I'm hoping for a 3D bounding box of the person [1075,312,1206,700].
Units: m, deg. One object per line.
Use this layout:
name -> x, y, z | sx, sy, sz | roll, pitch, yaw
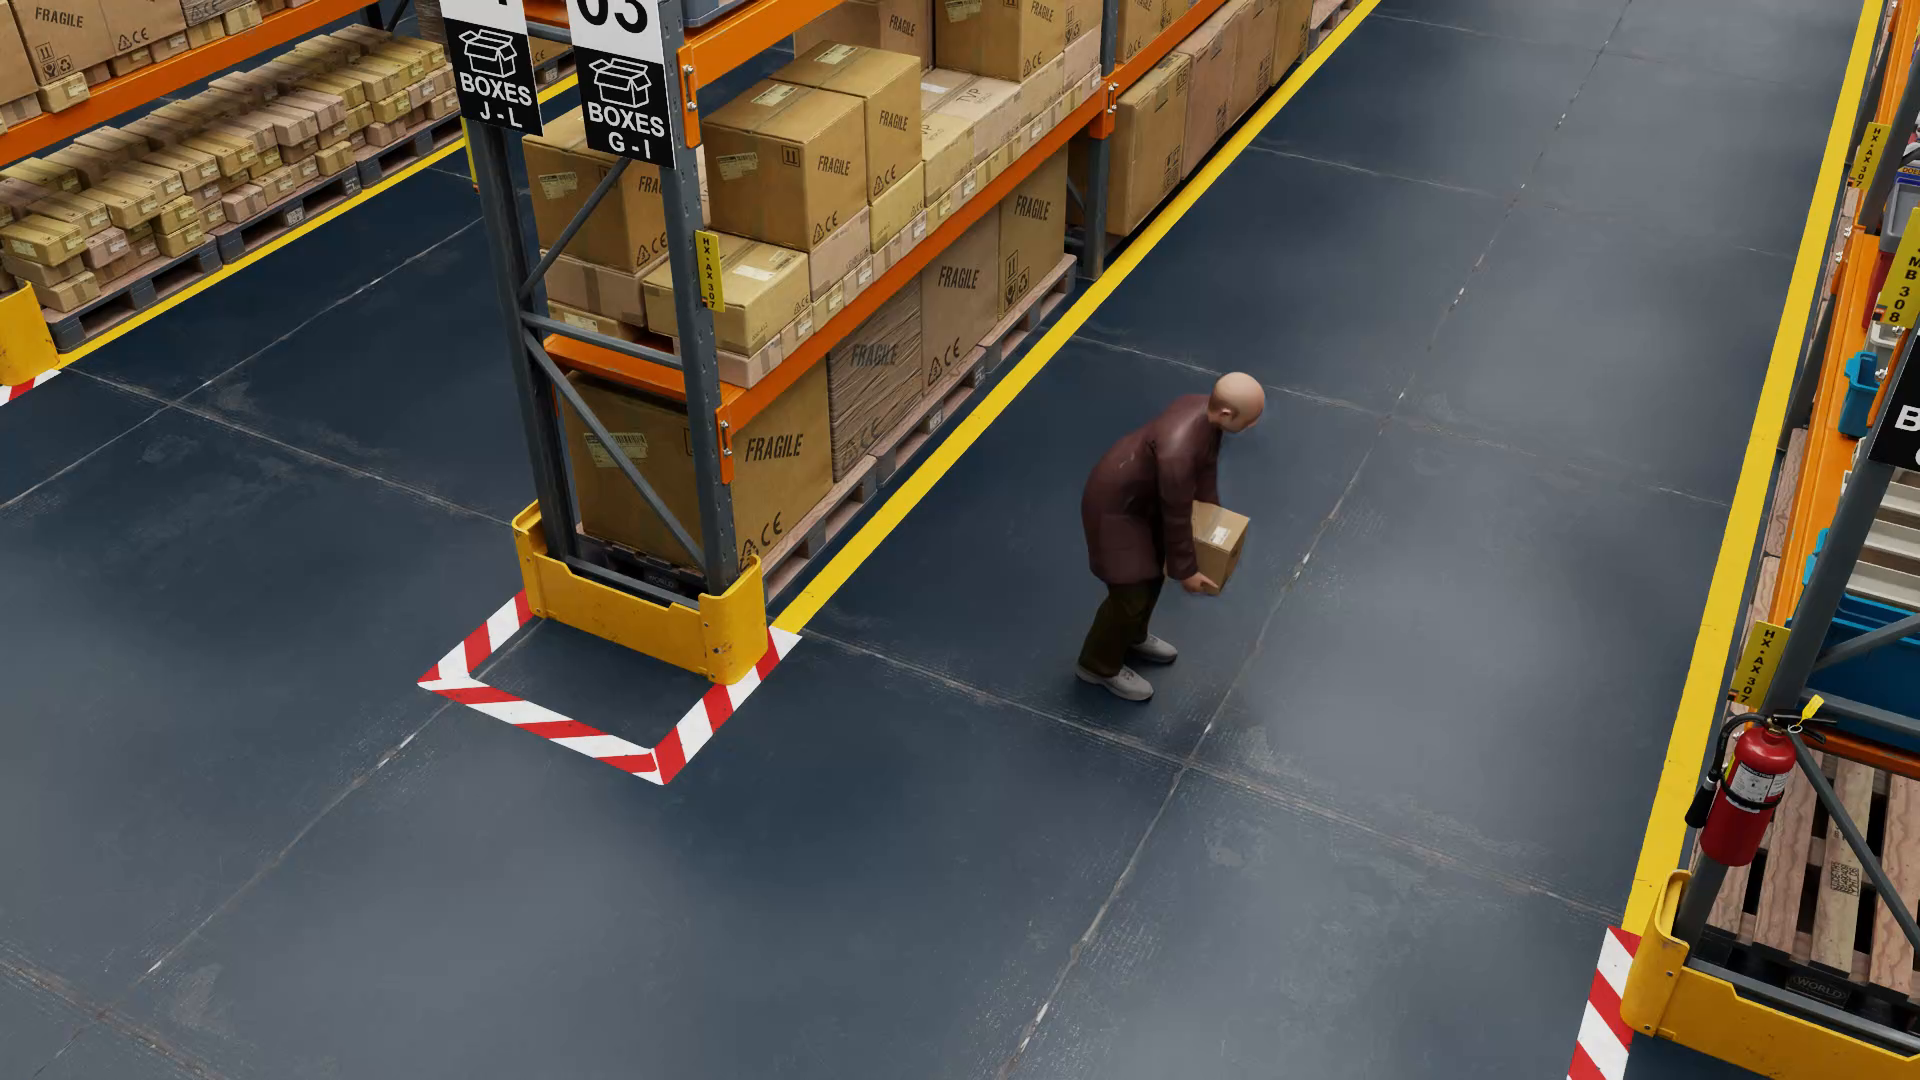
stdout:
person -> 0.803, -0.077, 6.947 | 0.560, 1.677, 0.528 | 18, 41, 22
